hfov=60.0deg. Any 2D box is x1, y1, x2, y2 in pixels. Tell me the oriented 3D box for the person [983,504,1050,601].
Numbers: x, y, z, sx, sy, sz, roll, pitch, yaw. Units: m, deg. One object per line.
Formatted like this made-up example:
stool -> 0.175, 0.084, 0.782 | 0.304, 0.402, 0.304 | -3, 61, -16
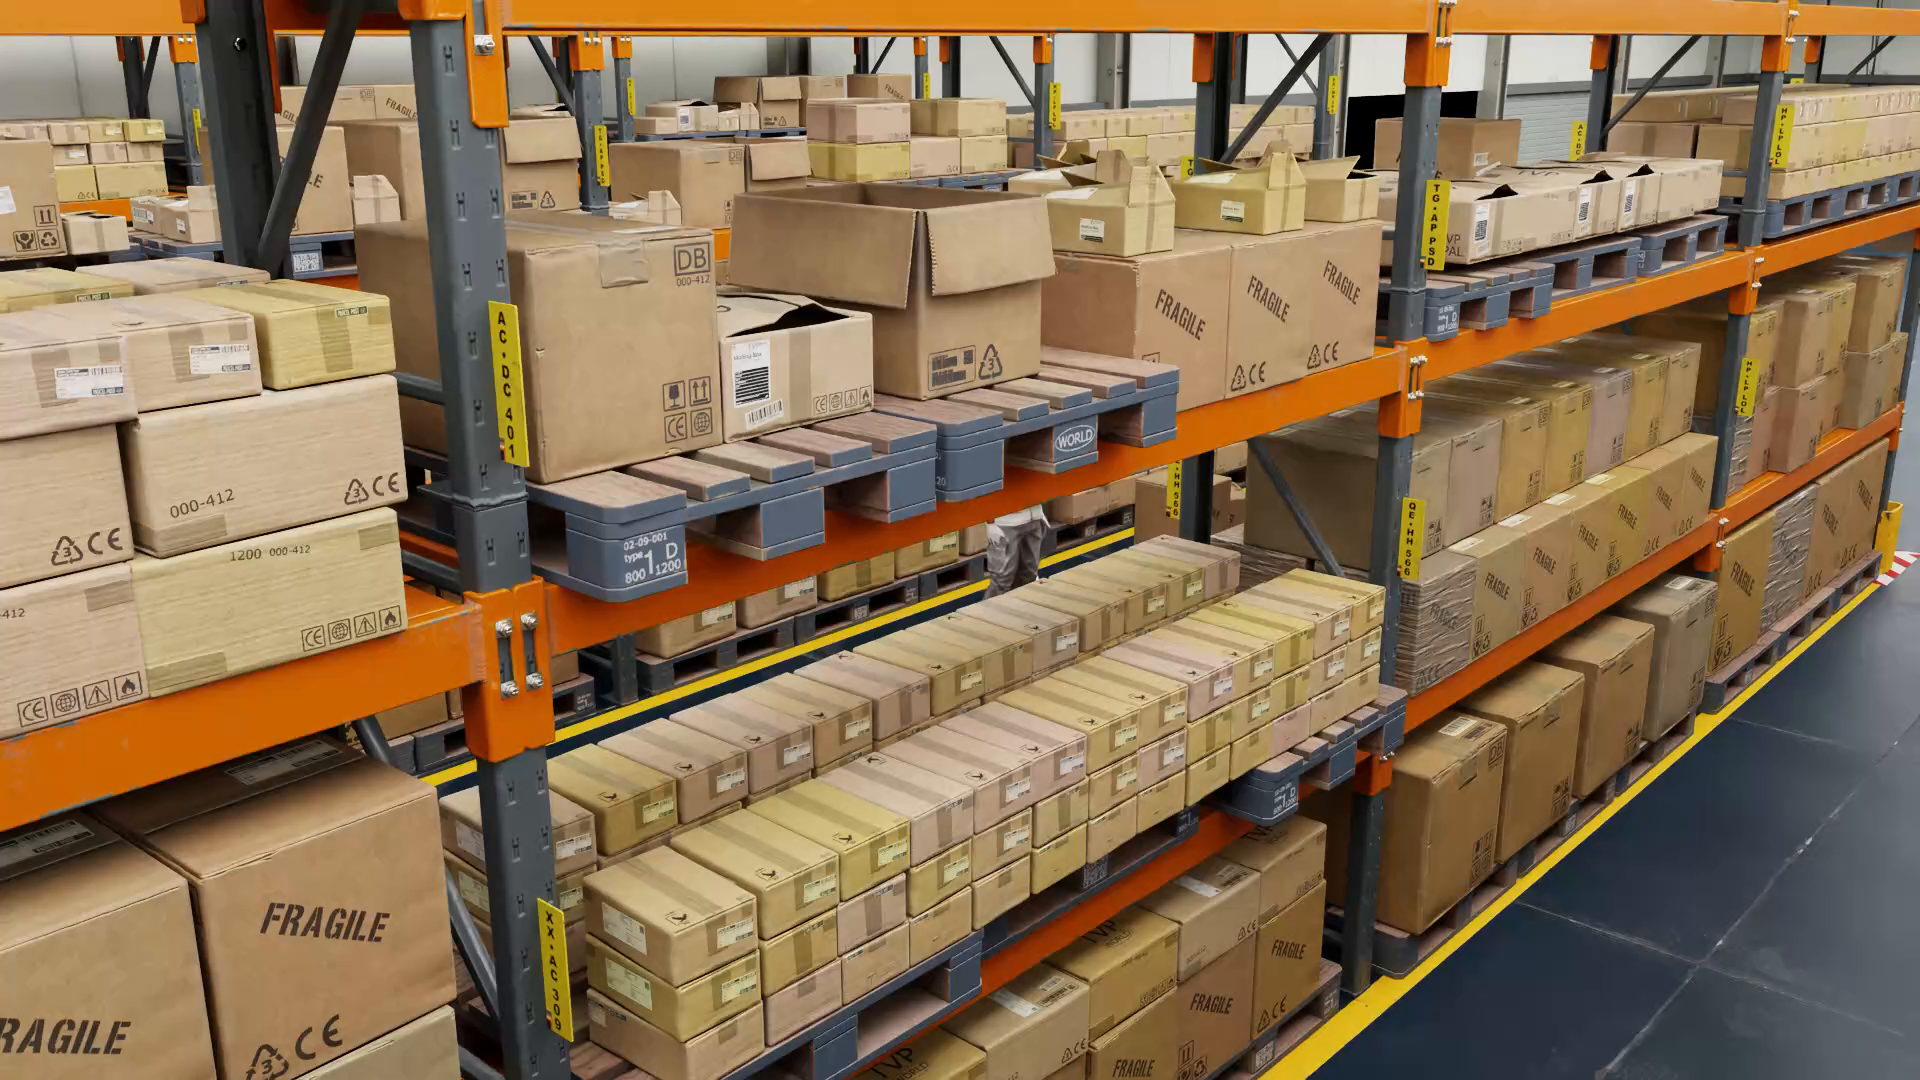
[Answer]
person -> 0.352, -0.120, 10.920 | 0.352, 1.786, 0.547 | 14, 22, 40
